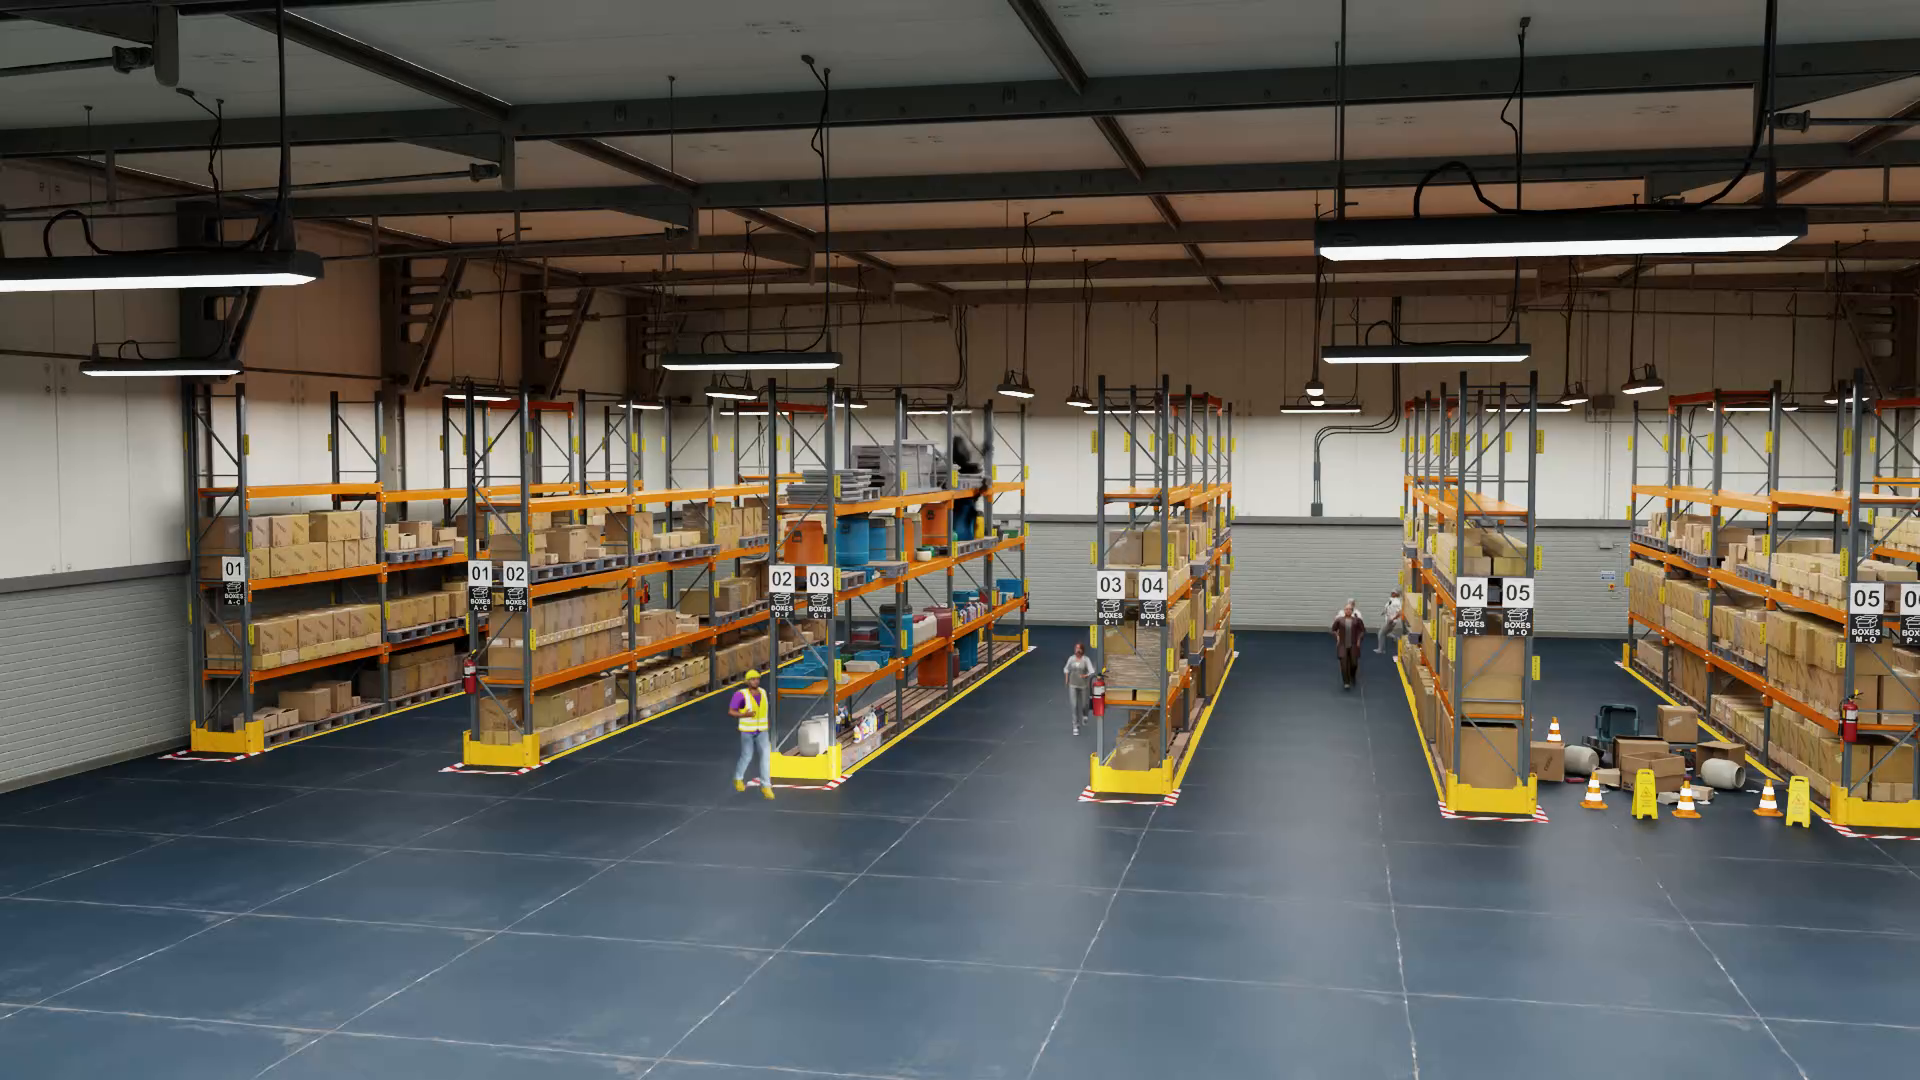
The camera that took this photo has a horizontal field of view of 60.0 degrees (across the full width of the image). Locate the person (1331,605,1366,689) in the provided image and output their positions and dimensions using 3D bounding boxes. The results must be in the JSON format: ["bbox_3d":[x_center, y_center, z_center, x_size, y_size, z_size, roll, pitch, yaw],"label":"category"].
[{"bbox_3d":[7.946,2.187,34.044,0.705,1.727,0.660,1,3,12],"label":"person"}]

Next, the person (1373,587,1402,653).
[{"bbox_3d":[10.241,1.913,39.663,0.739,1.614,0.647,1,3,11],"label":"person"}]

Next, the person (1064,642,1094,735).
[{"bbox_3d":[2.061,2.561,28.880,0.548,1.568,0.805,1,3,11],"label":"person"}]

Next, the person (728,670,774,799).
[{"bbox_3d":[-2.957,2.743,23.688,0.701,1.792,0.858,-2,4,-31],"label":"person"}]

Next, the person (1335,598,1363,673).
[{"bbox_3d":[8.513,2.101,36.341,0.578,1.664,0.665,0,3,5],"label":"person"}]
